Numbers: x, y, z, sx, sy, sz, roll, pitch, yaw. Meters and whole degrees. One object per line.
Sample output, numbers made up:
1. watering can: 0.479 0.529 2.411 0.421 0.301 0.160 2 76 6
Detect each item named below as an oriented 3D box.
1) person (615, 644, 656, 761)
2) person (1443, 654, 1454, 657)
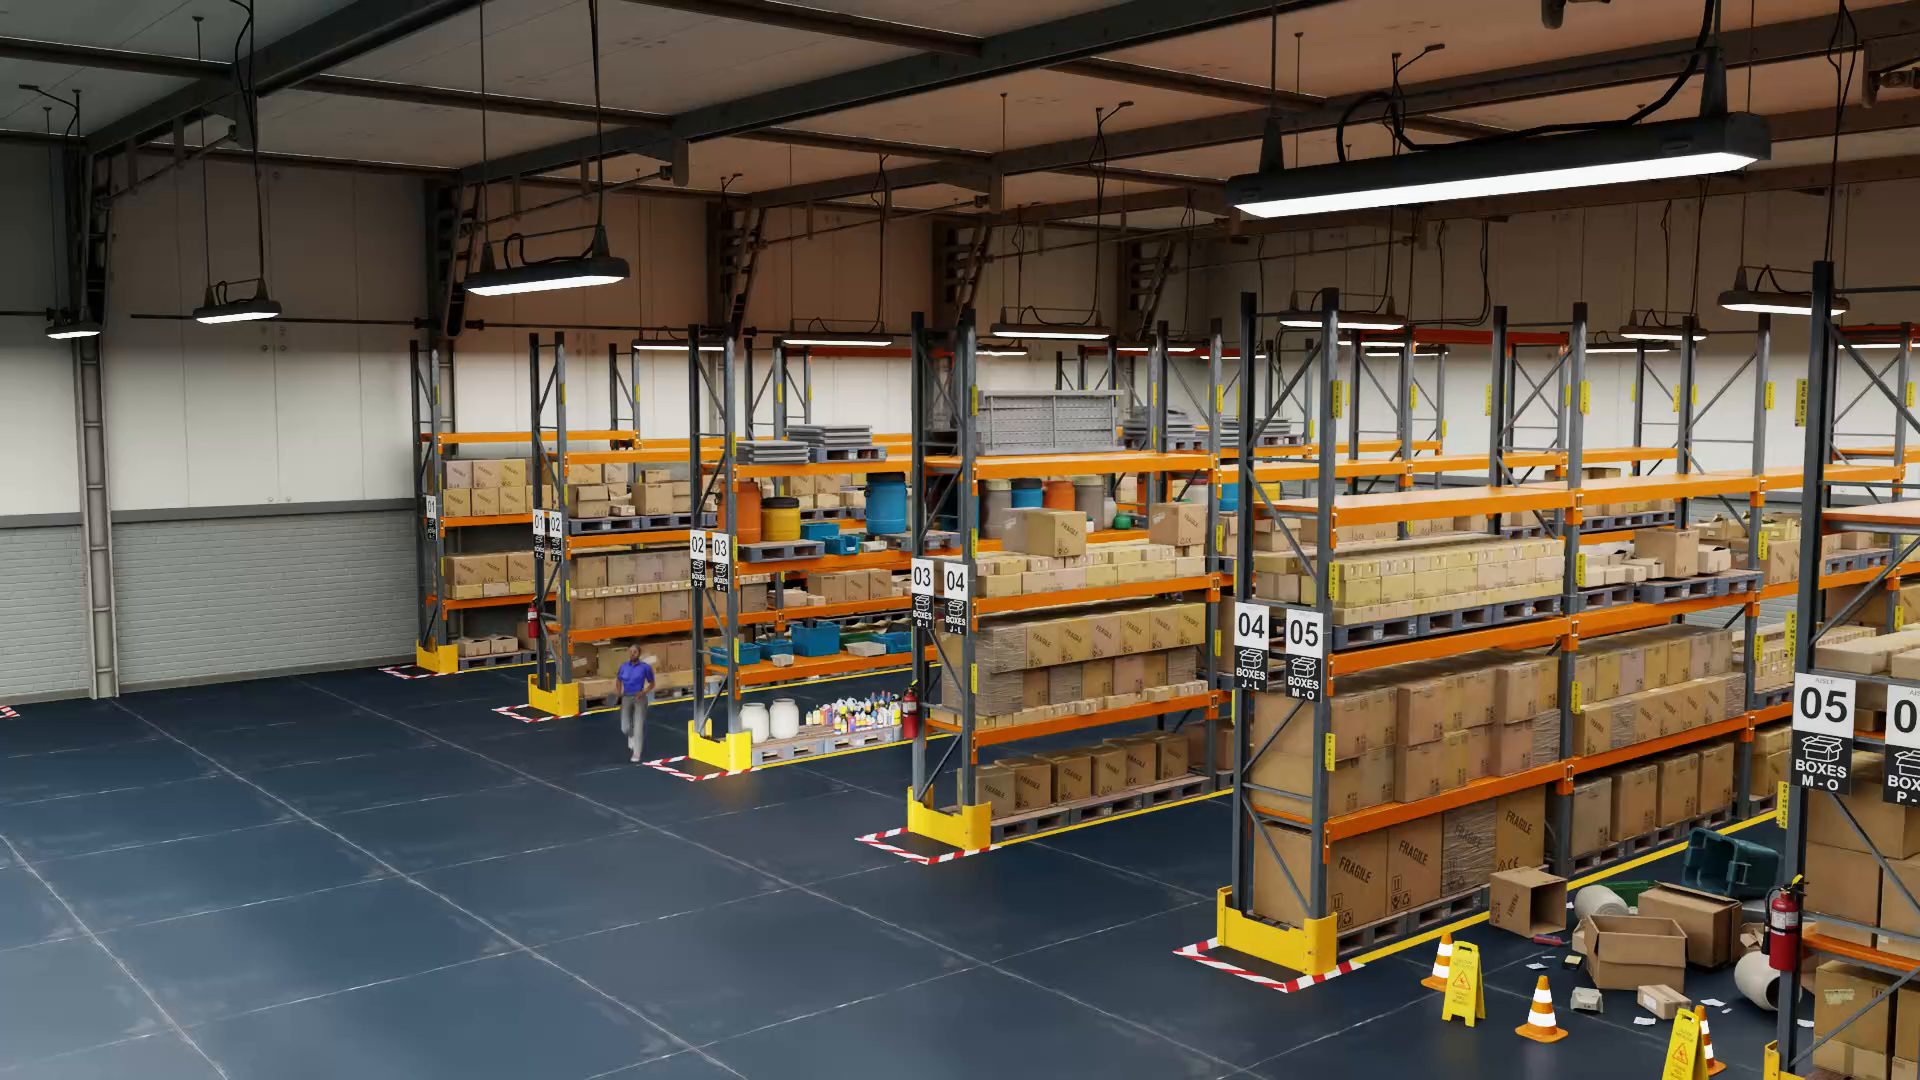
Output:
1. person: -4.500 2.244 22.983 0.574 1.612 0.558 0 5 2
2. person: 6.534 2.233 22.156 0.841 1.811 0.720 -5 7 -43
